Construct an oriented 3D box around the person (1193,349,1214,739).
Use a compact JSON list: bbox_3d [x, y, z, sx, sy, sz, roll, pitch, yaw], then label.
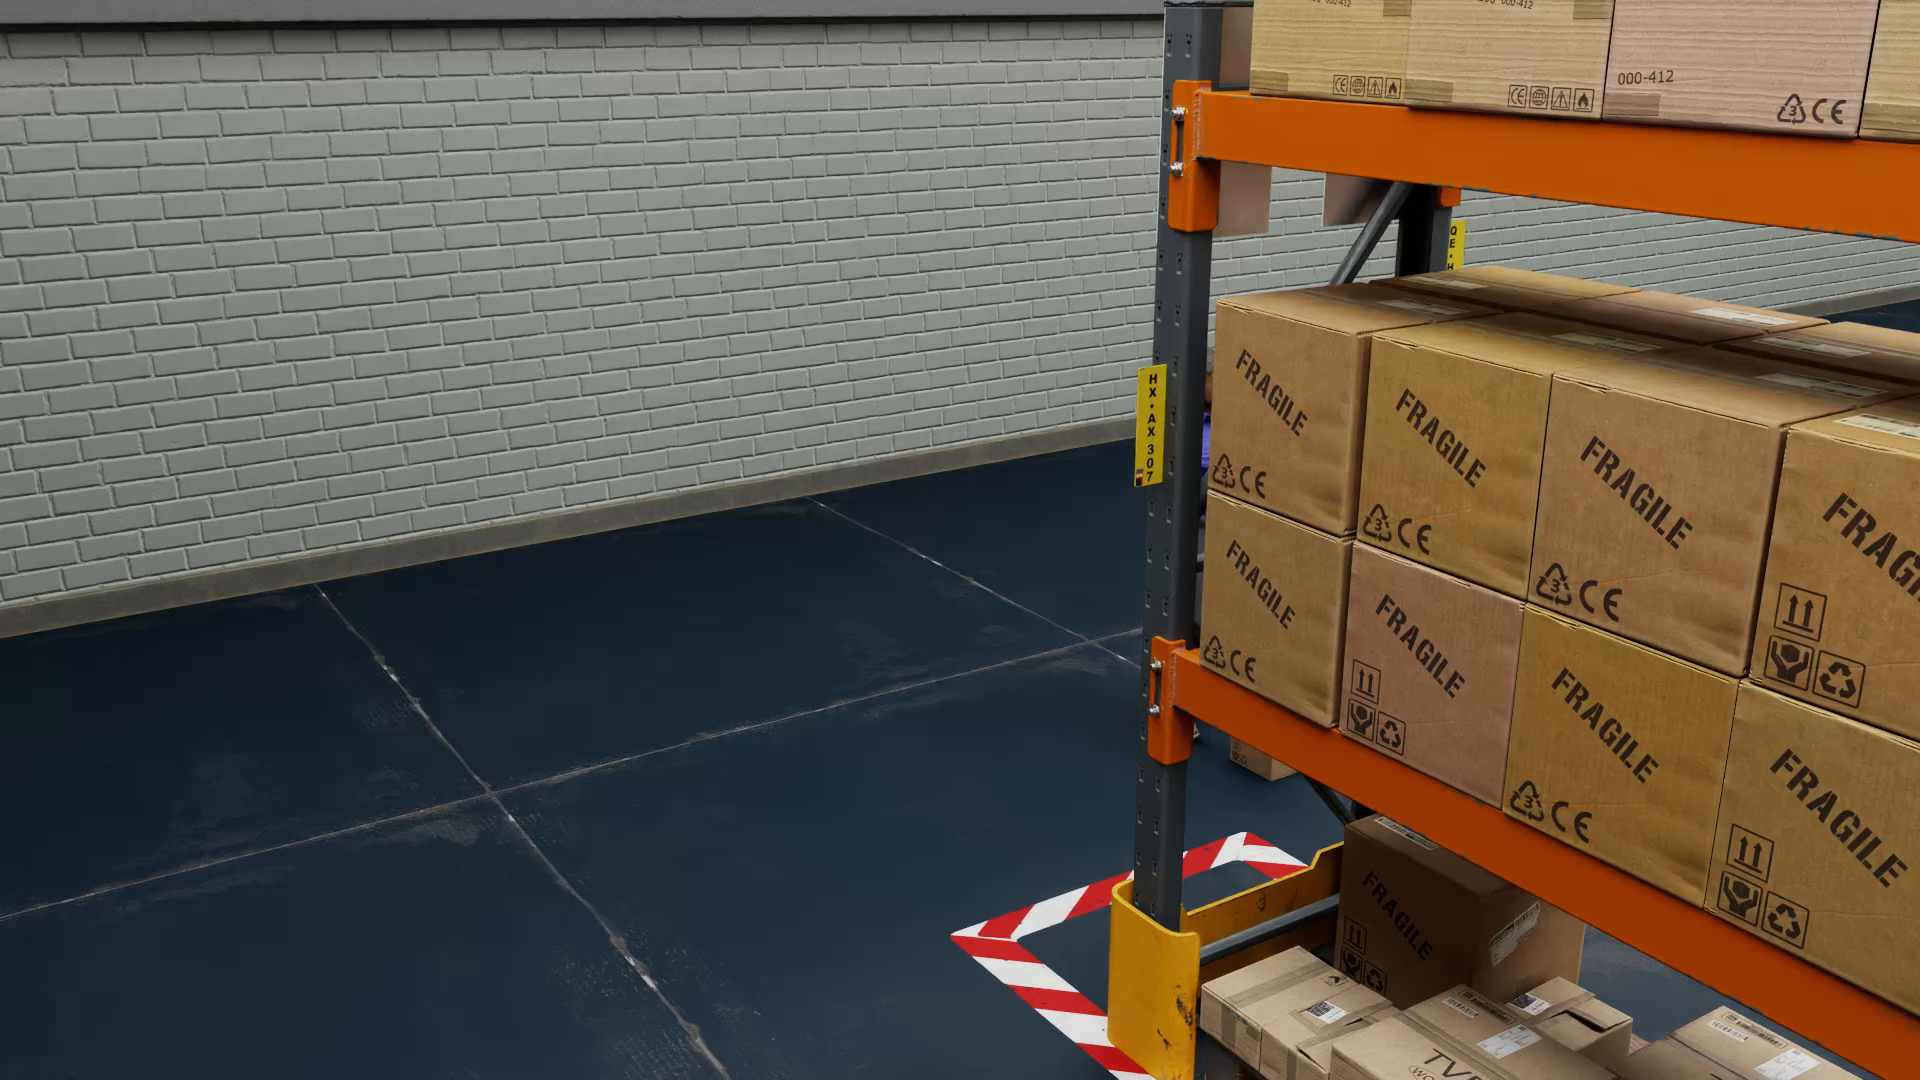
[{"bbox_3d":[1.037,0.017,7.032,0.437,1.664,0.309,-11,21,-30],"label":"person"}]
